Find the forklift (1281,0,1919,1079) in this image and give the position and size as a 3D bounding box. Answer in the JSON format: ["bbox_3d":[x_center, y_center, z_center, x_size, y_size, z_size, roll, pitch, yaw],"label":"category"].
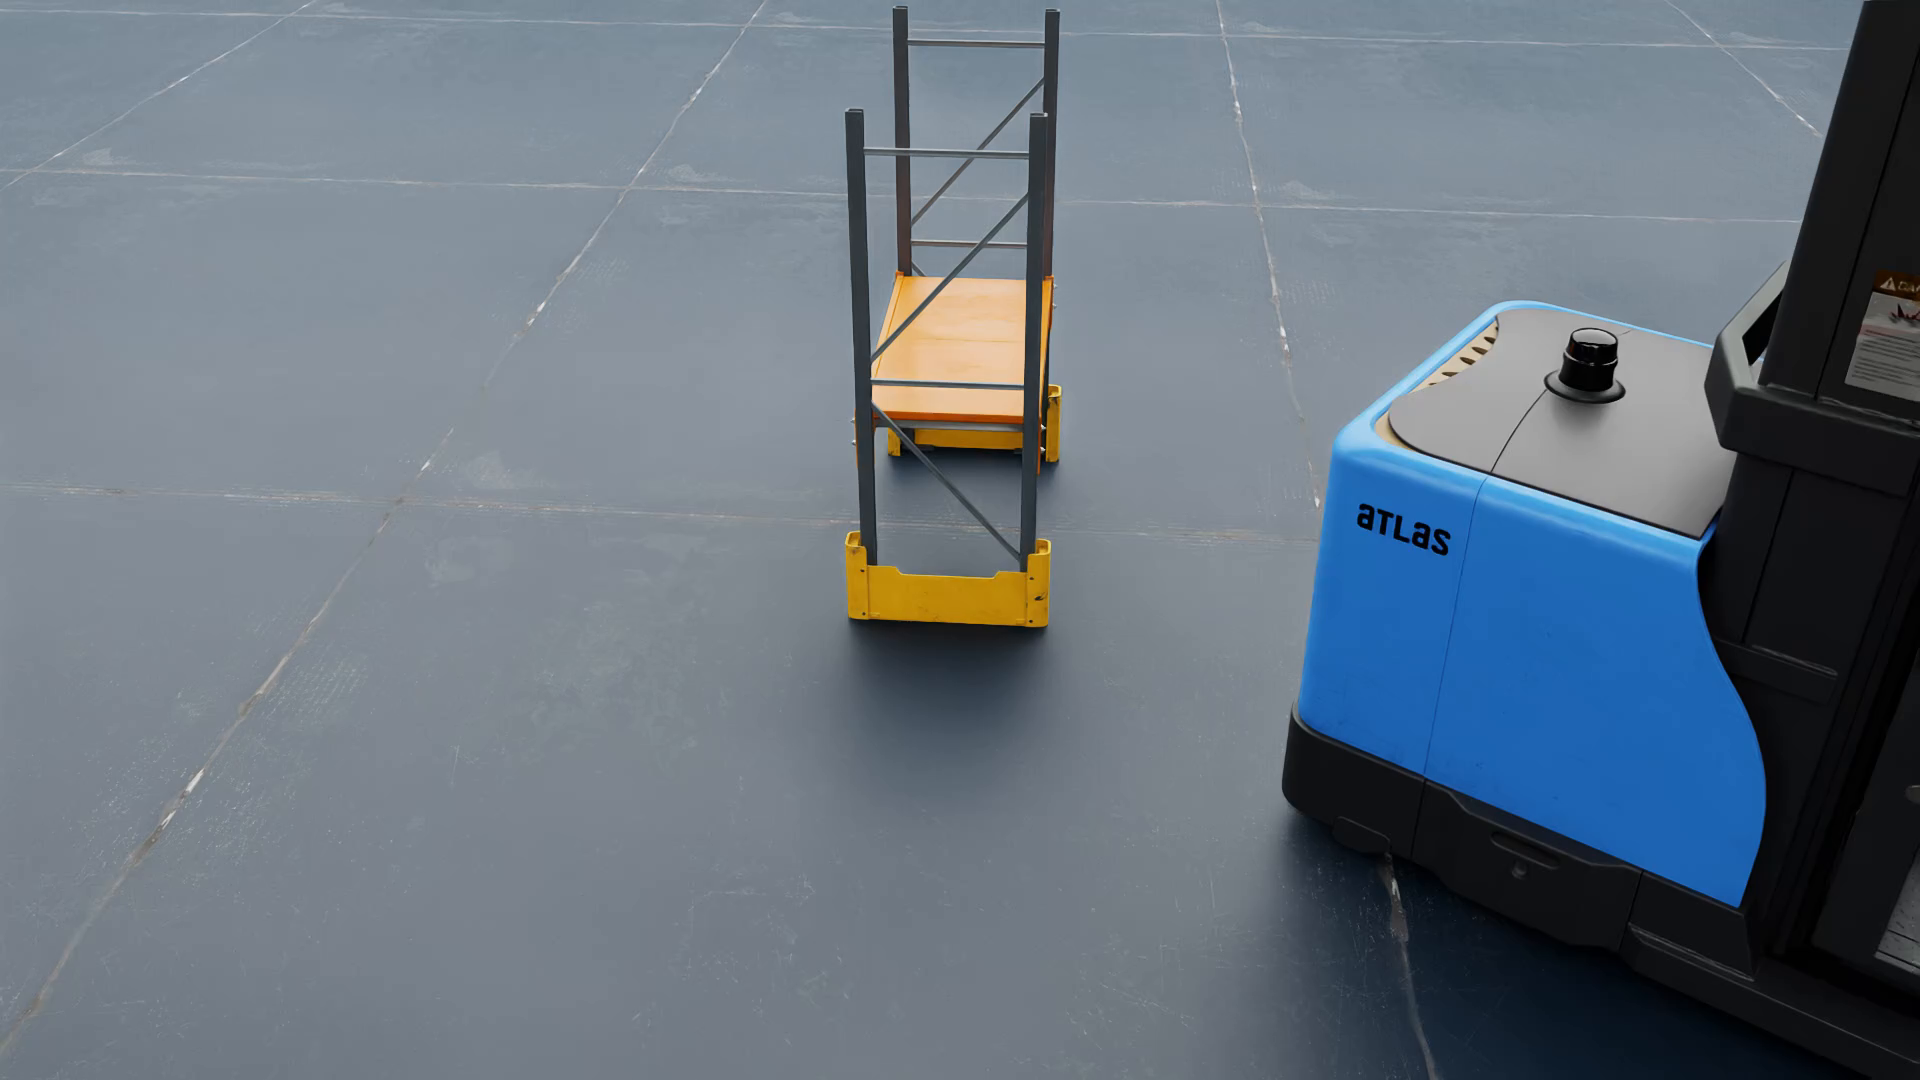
[{"bbox_3d":[2.273,-0.291,2.929,3.031,2.935,1.130,22,38,31],"label":"forklift"}]

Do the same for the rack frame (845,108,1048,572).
[{"bbox_3d":[-0.034,-0.417,4.498,0.500,1.500,0.032,2,32,4],"label":"rack frame"}]

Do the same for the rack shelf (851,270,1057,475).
[{"bbox_3d":[0.007,-0.530,5.023,0.538,0.185,1.000,2,32,4],"label":"rack shelf"}]

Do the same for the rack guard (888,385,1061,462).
[{"bbox_3d":[0.047,-0.407,5.672,0.587,0.250,0.087,2,32,4],"label":"rack guard"}]

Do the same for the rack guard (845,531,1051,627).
[{"bbox_3d":[-0.034,0.114,4.827,0.587,0.250,0.087,2,32,4],"label":"rack guard"}]

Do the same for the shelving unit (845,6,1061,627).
[{"bbox_3d":[0.006,-0.678,4.921,0.587,1.500,1.083,2,32,4],"label":"shelving unit"}]

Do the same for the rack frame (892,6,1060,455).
[{"bbox_3d":[0.048,-0.949,5.360,0.500,1.500,0.032,2,32,4],"label":"rack frame"}]
